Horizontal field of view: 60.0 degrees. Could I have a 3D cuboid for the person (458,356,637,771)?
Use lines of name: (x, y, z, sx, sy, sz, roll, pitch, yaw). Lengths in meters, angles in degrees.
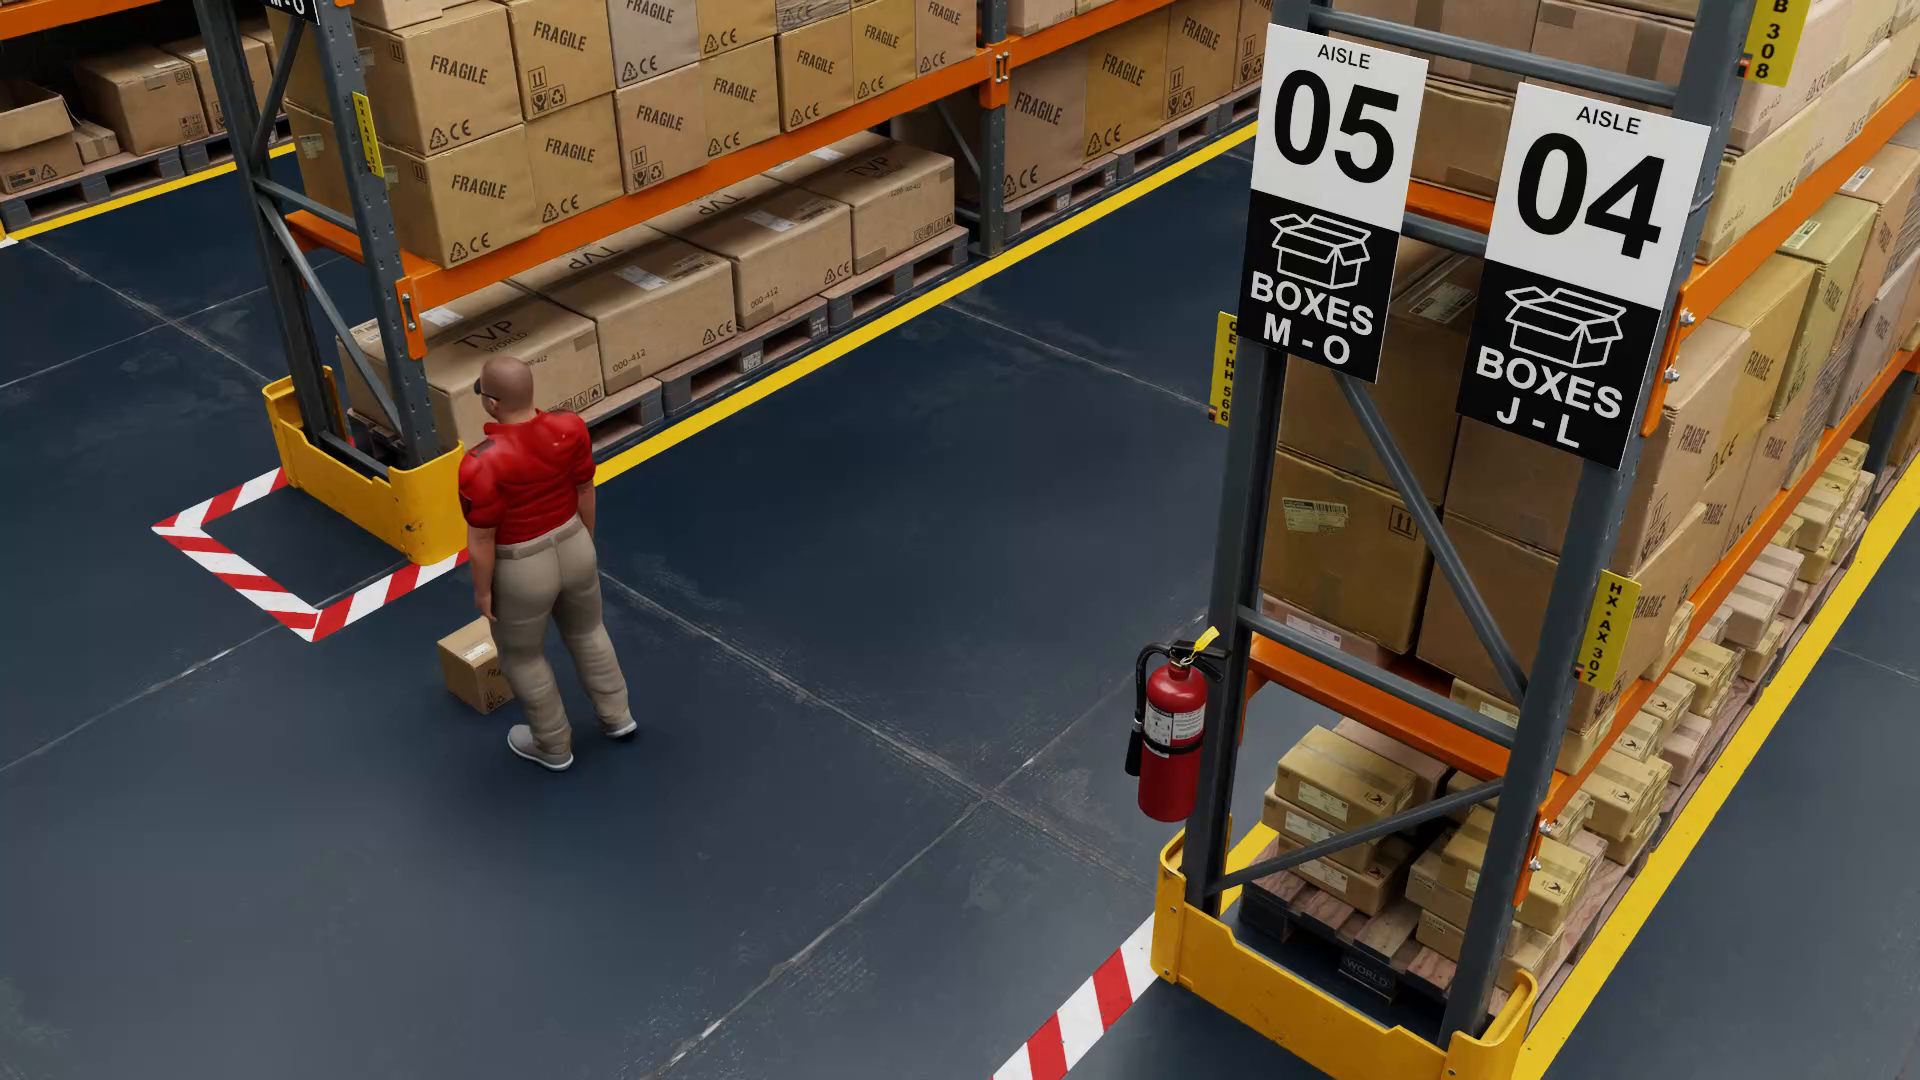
person: (-1.544, 0.122, 6.061, 0.381, 1.799, 0.528, 27, 43, 33)
